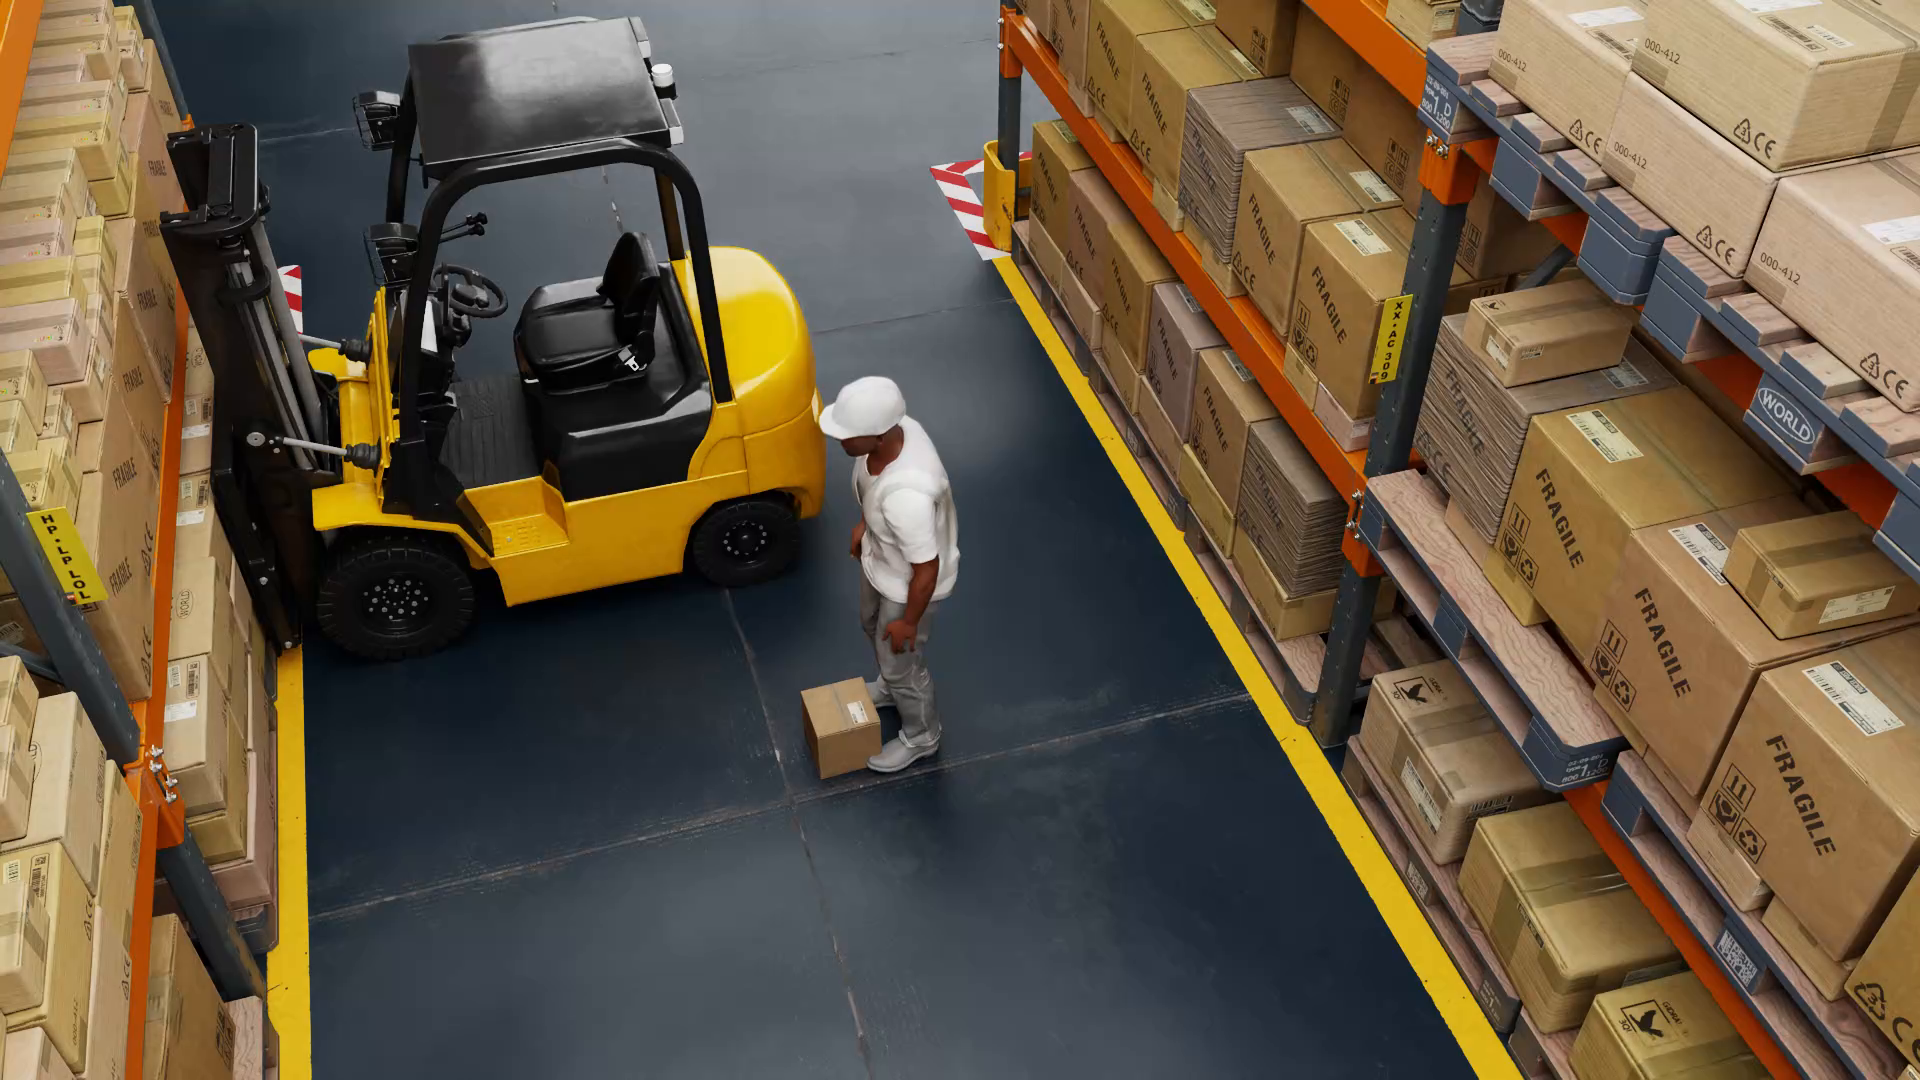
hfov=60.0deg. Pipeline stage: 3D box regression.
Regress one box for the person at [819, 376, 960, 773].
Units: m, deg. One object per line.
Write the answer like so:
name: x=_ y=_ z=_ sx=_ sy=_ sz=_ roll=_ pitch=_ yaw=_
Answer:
person: x=-0.247 y=0.113 z=6.020 sx=0.456 sy=1.761 sz=0.627 roll=-12 pitch=43 yaw=-13
